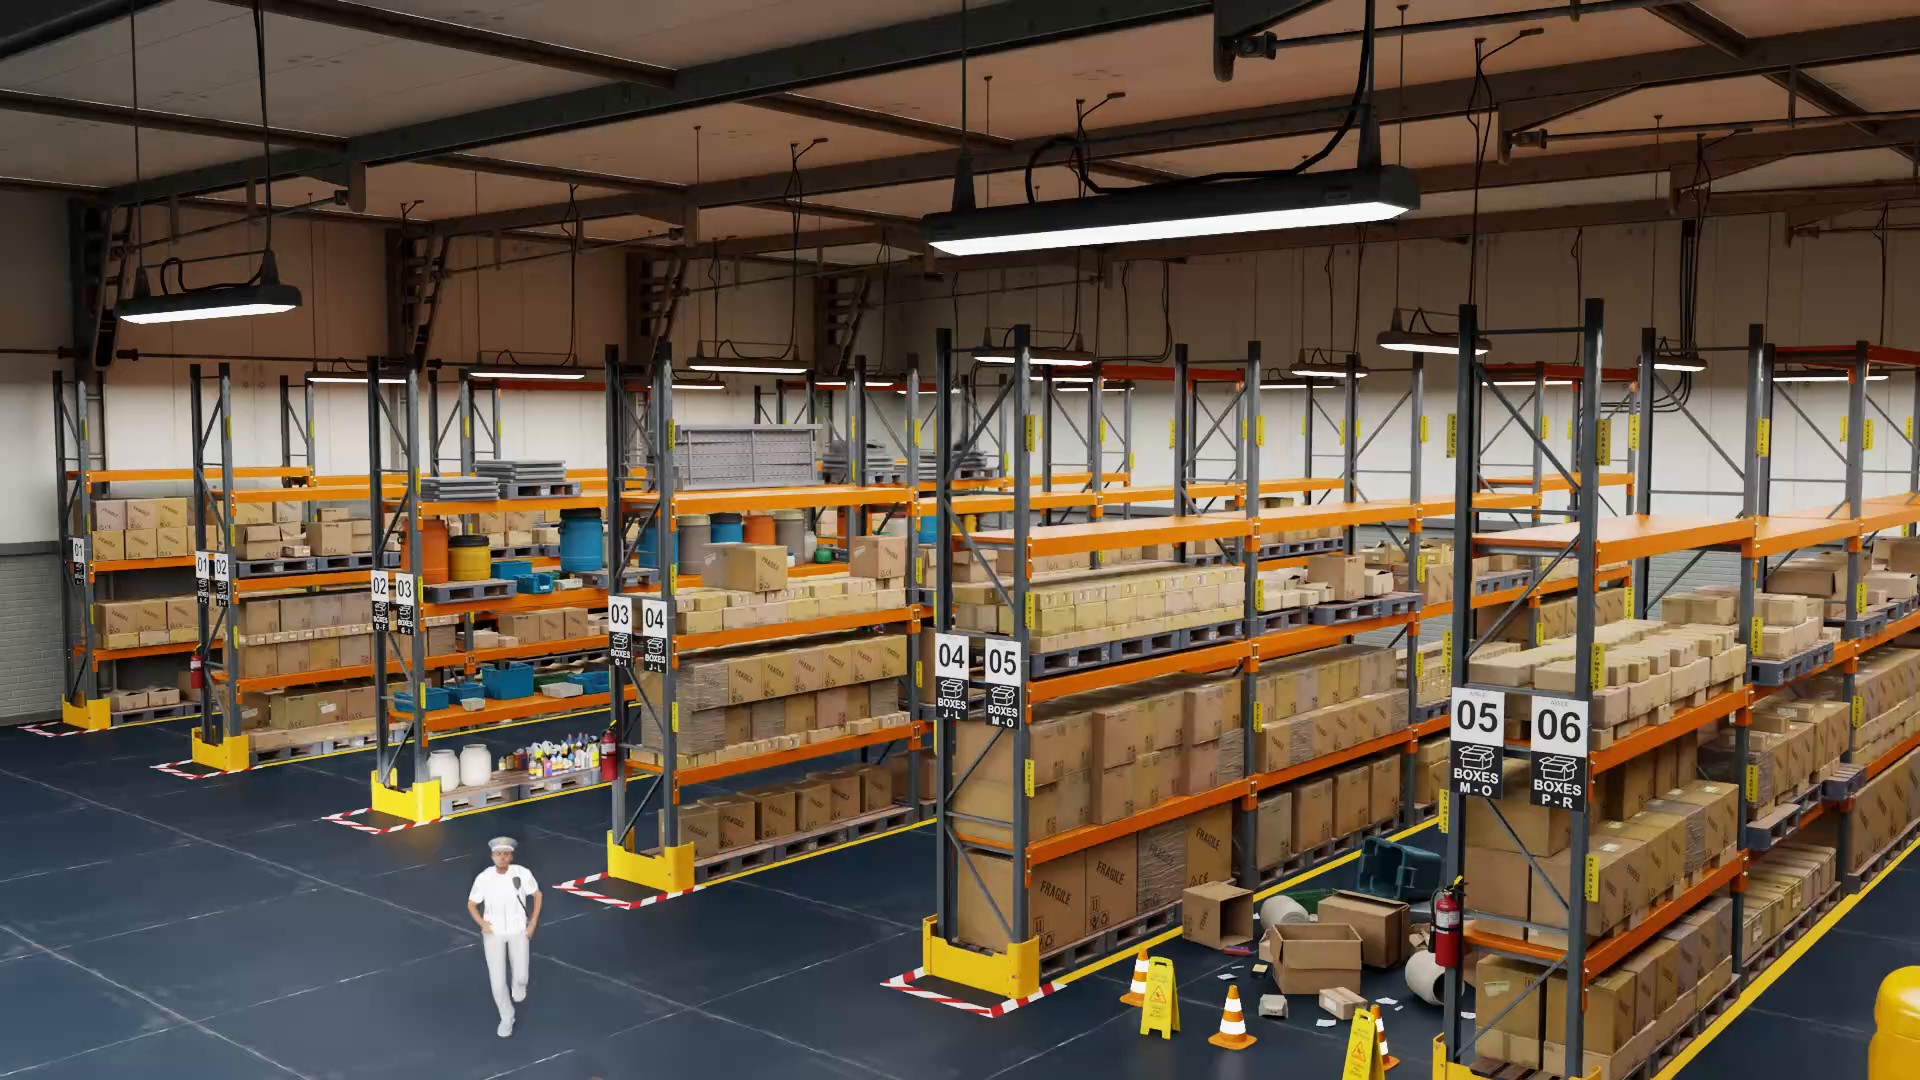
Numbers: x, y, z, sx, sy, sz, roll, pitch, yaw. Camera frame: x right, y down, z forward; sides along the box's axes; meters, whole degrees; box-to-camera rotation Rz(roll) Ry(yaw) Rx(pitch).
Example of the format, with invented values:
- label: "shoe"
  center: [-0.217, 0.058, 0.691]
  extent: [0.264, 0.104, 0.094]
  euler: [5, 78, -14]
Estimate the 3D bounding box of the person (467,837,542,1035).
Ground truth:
- label: "person"
  center: [-3.861, 3.328, 14.126]
  extent: [0.617, 1.664, 0.522]
  euler: [-1, 4, -17]
